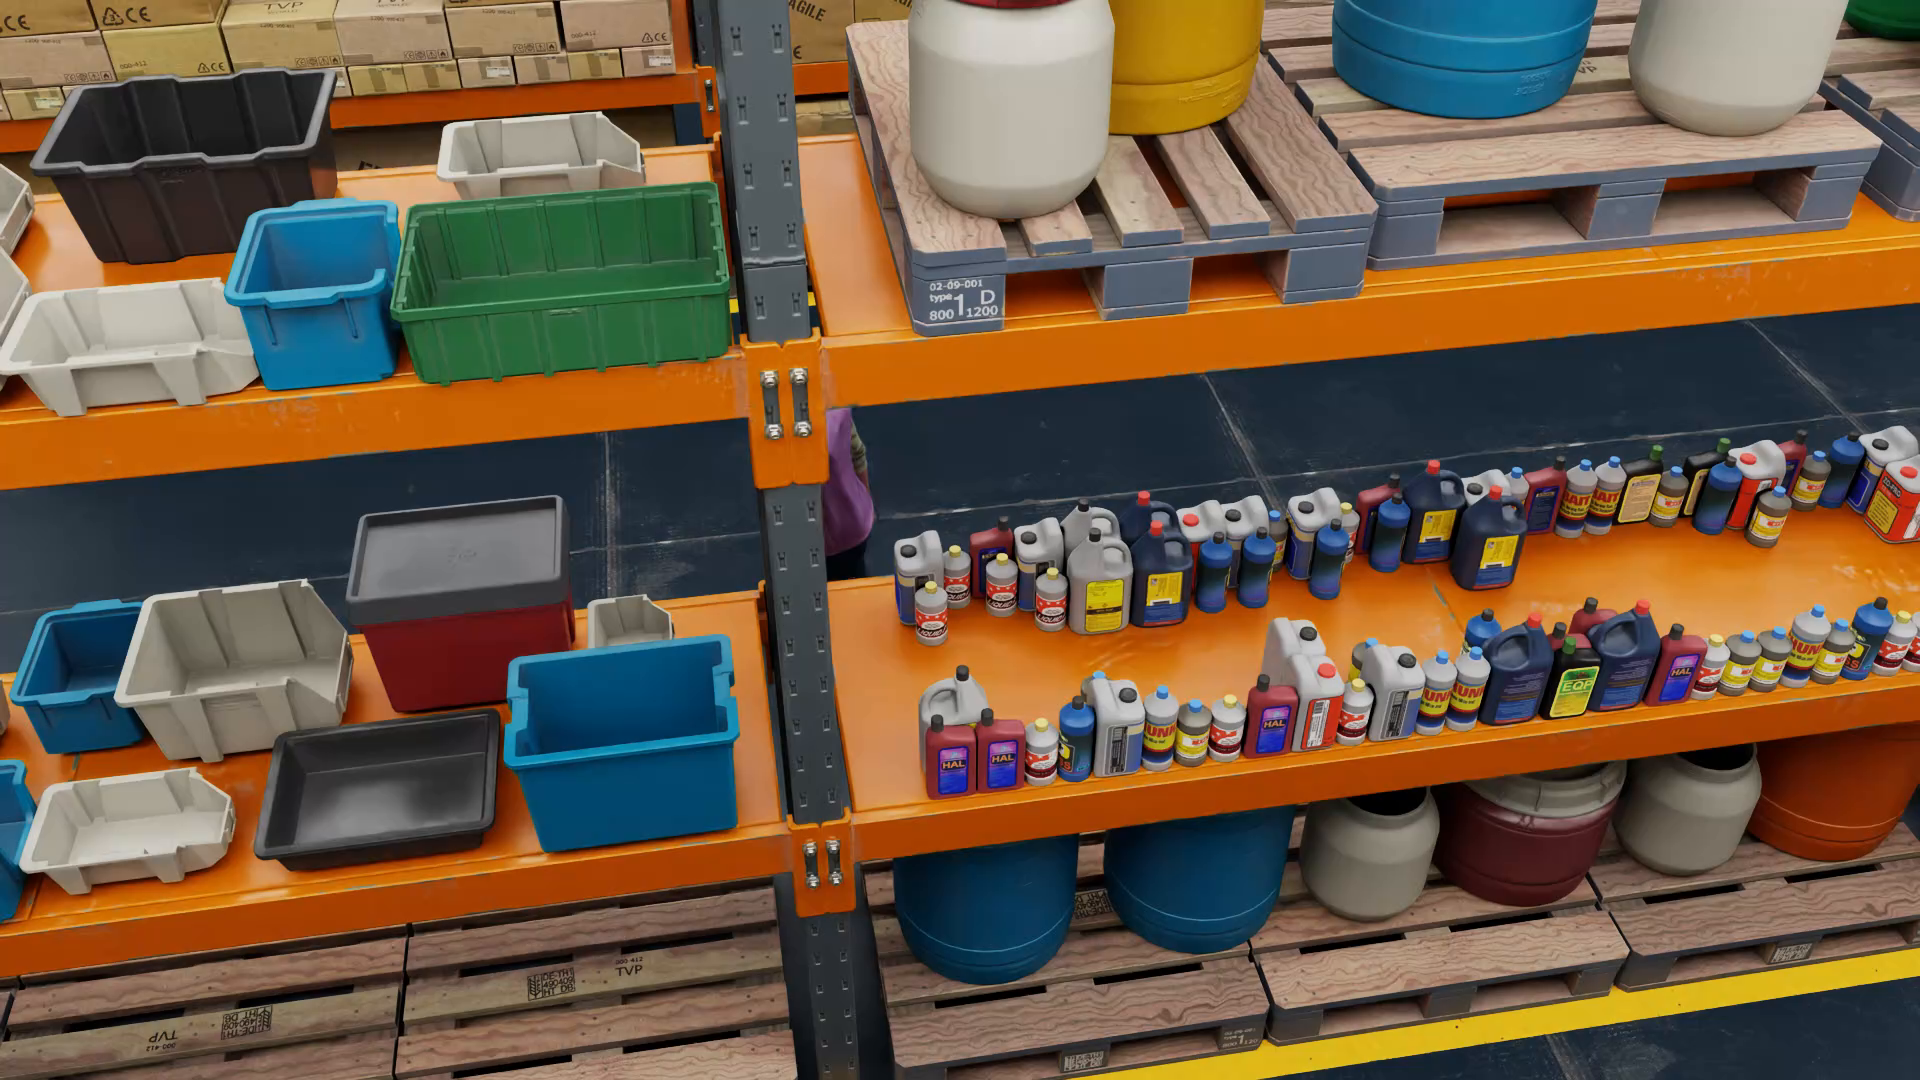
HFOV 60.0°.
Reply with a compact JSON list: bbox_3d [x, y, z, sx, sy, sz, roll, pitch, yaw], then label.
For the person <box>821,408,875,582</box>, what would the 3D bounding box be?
[{"bbox_3d":[-0.441,-0.052,6.193,0.506,1.581,0.482,2,39,2],"label":"person"}]
